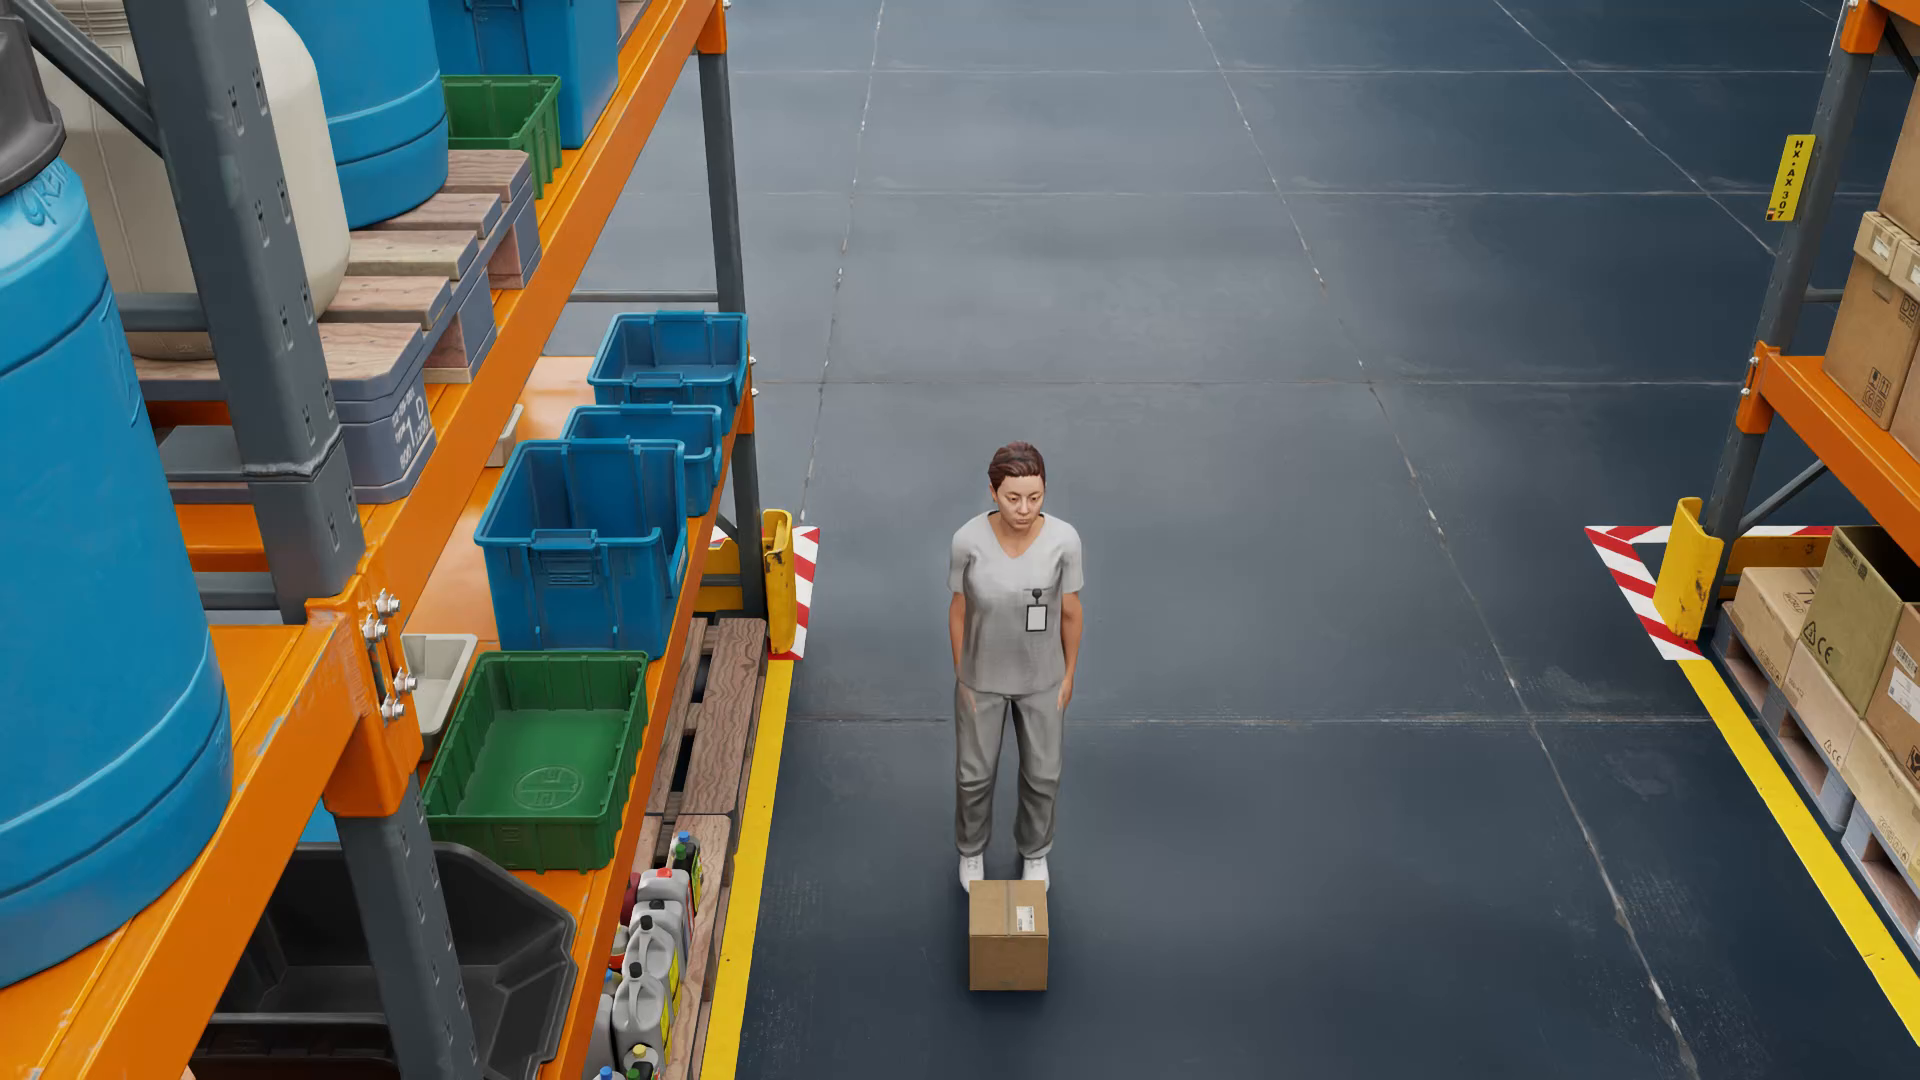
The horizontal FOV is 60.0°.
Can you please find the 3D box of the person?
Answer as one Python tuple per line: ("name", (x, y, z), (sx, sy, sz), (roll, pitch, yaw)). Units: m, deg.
("person", (0.176, 0.445, 5.451), (0.438, 1.686, 0.373), (1, 32, 1))
